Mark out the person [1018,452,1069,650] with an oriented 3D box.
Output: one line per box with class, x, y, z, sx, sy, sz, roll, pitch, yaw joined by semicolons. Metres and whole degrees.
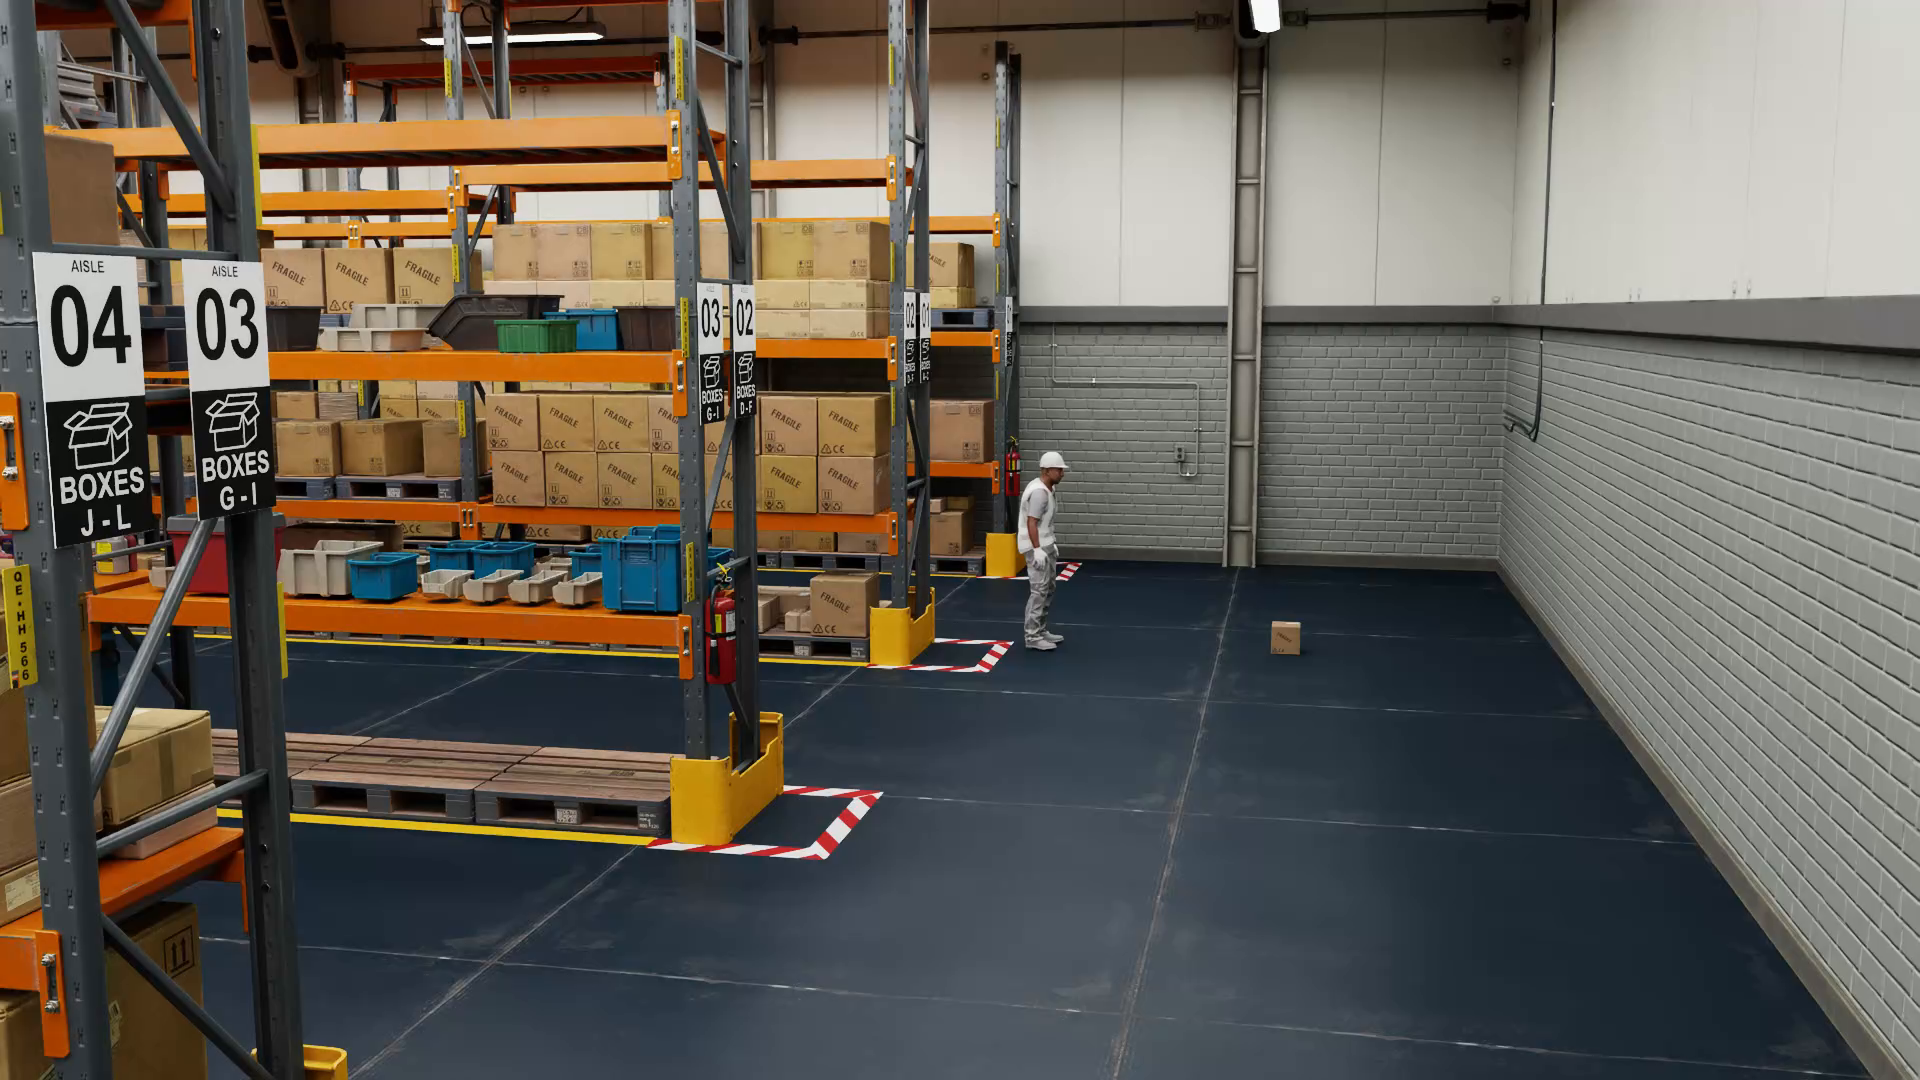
person;0.762;0.085;15.151;0.453;1.774;0.620;2;8;15
